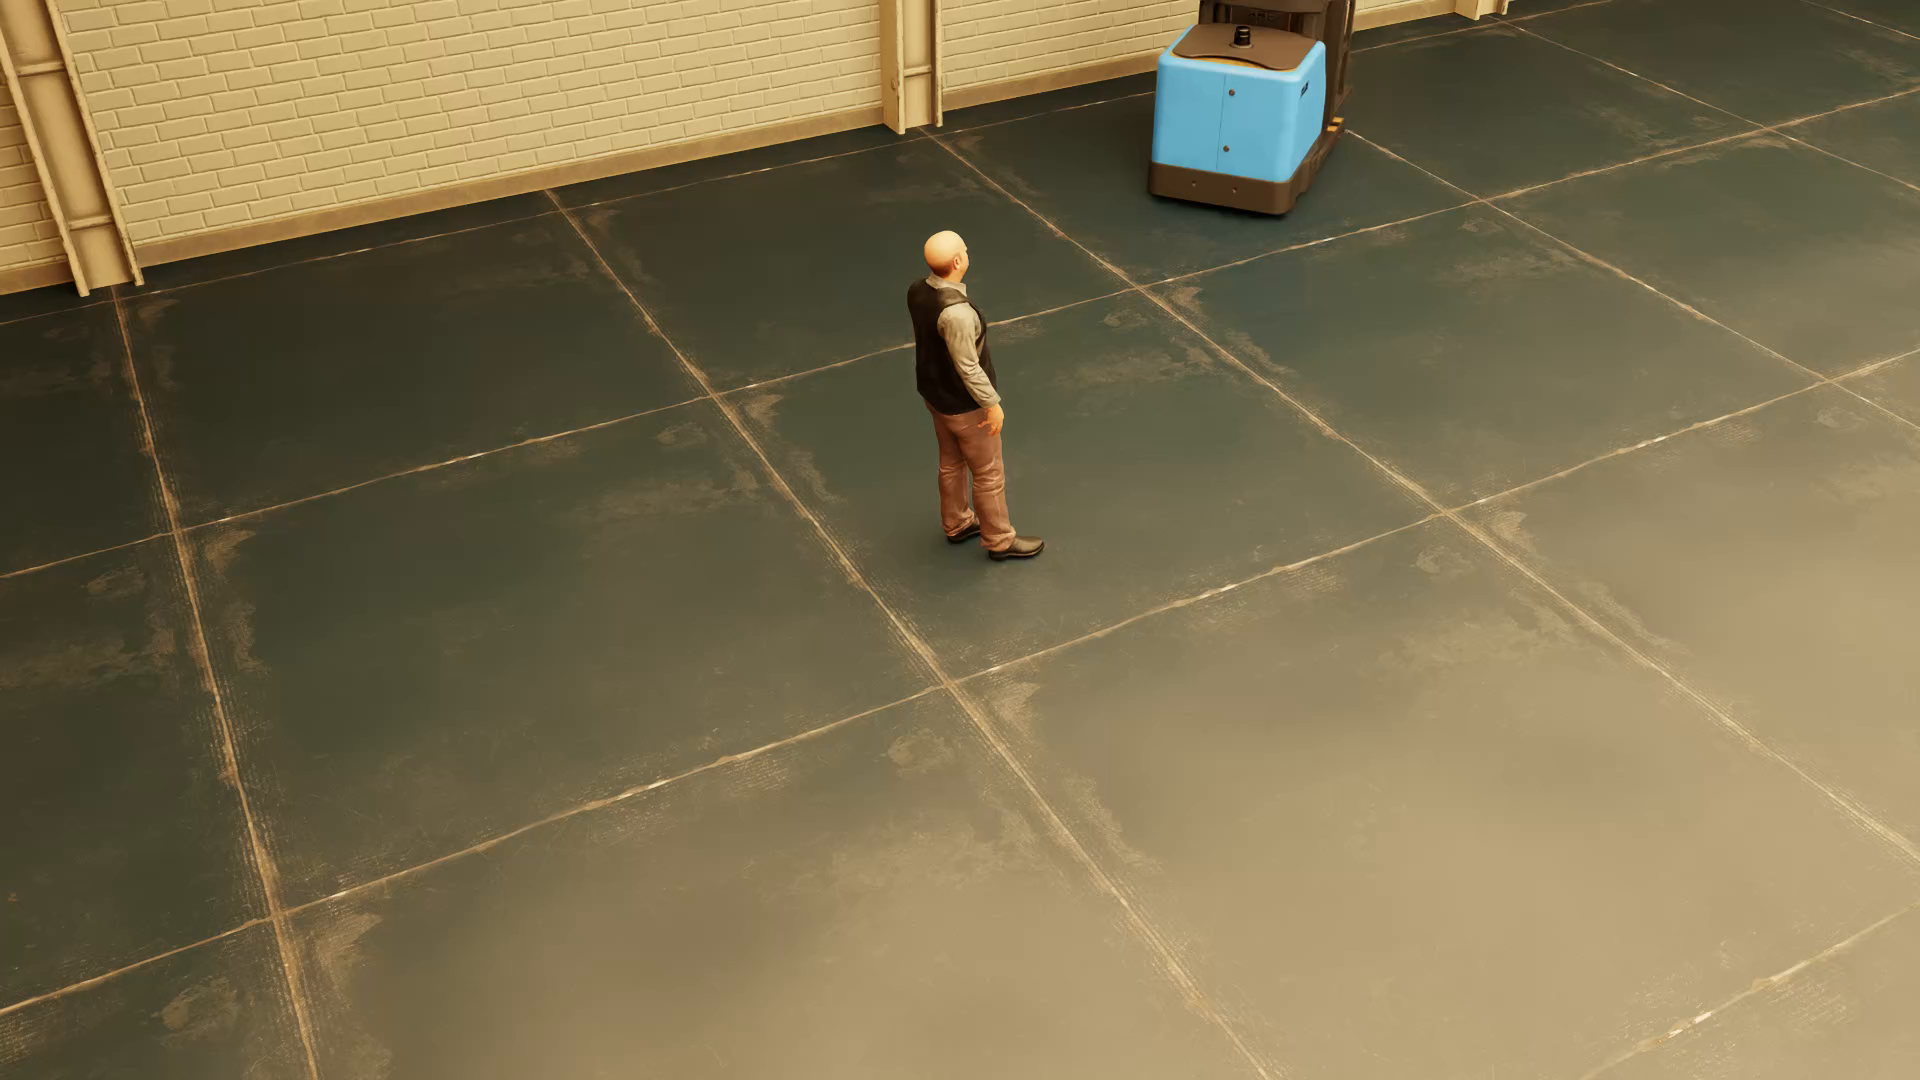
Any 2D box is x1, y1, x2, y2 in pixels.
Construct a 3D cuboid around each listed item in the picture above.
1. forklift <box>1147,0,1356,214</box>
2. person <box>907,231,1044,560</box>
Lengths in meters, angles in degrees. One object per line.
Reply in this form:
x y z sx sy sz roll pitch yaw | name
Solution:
2.409 -4.353 12.281 1.130 2.935 3.031 14 38 19 | forklift
0.059 -0.722 8.180 0.566 1.722 0.633 -17 39 -23 | person
